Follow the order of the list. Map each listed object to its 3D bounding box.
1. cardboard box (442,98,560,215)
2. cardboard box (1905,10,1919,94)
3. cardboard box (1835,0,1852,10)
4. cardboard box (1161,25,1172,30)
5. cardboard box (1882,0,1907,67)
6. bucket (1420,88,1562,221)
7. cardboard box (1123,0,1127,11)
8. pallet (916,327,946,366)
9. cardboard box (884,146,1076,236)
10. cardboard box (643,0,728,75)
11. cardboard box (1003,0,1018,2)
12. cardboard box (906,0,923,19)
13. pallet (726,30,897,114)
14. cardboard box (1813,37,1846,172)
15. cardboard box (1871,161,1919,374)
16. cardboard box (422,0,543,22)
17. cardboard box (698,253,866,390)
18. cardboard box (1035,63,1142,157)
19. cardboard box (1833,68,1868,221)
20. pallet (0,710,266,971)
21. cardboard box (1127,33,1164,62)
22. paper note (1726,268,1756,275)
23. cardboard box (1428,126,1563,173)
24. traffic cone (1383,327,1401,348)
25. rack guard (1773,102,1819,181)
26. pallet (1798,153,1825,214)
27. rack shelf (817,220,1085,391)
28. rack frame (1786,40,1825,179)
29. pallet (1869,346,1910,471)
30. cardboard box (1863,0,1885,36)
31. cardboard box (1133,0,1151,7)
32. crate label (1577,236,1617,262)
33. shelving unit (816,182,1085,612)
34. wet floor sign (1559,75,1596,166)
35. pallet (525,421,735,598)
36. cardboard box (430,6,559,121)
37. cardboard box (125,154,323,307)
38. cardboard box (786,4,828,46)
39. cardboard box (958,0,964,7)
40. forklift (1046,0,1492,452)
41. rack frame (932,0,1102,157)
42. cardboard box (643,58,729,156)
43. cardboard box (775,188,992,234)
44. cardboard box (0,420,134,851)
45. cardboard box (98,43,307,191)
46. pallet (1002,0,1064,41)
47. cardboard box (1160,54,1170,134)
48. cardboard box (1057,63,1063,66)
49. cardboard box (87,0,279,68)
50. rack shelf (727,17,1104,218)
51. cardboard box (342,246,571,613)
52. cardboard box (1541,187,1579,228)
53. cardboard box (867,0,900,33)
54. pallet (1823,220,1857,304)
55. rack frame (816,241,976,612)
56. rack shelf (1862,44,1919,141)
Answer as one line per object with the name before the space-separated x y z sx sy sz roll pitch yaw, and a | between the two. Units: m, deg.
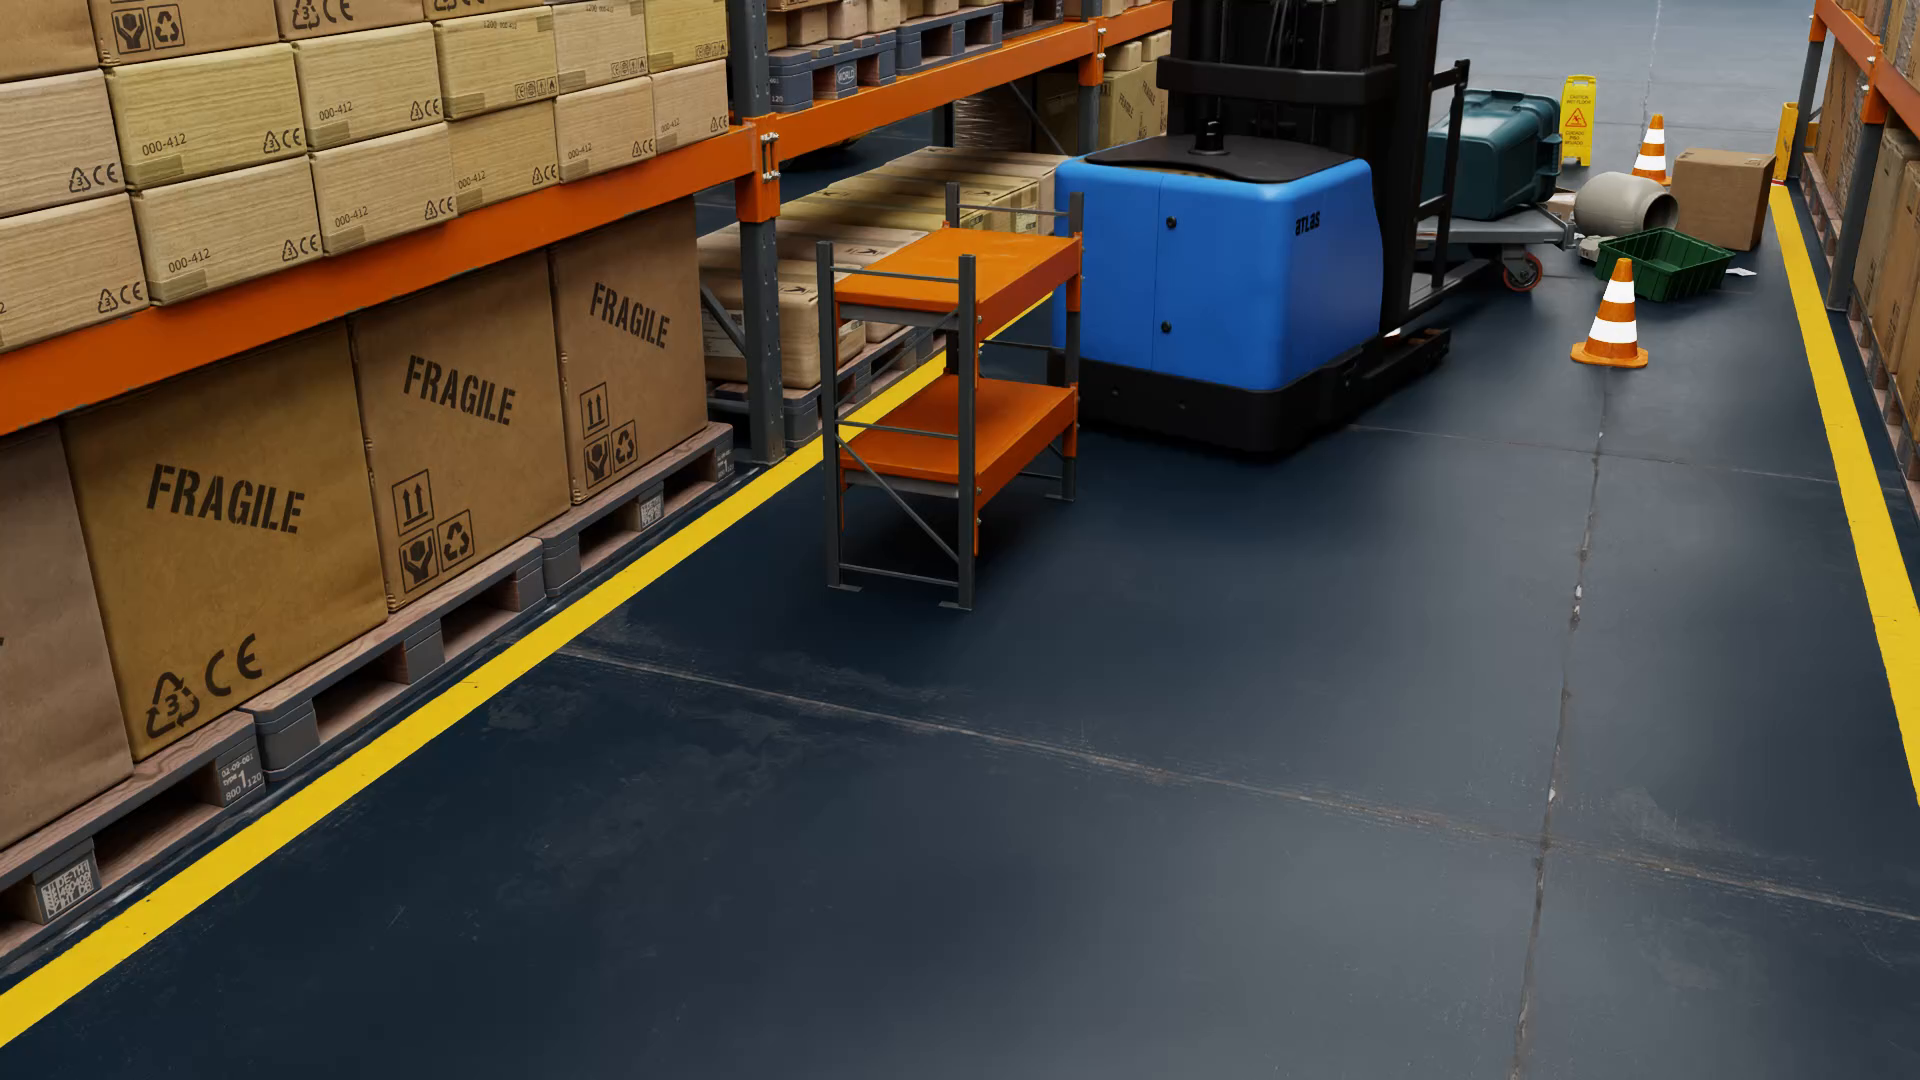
cardboard box | -1.491 -1.102 4.691 0.500 0.250 0.500 9 24 20
cardboard box | 4.132 -2.048 6.632 0.500 0.500 0.500 9 24 20
cardboard box | 5.833 -3.490 10.019 0.875 0.550 0.550 9 24 20
cardboard box | 1.479 -3.537 11.534 0.380 0.149 0.250 10 25 22
cardboard box | 4.507 -2.408 7.492 0.500 0.500 0.500 9 24 21
bucket | 2.862 -2.081 9.115 0.726 0.611 0.620 19 39 38
cardboard box | 0.779 -3.232 9.922 0.380 0.149 0.250 10 24 22
pallet | -0.421 -1.180 8.301 1.003 0.211 1.213 9 24 20
cardboard box | 0.126 -1.977 9.455 0.950 0.372 0.625 9 24 21
cardboard box | -1.111 -1.704 5.484 0.500 0.250 0.500 9 24 20
cardboard box | 0.116 -2.757 8.239 0.380 0.149 0.250 9 24 20
cardboard box | -0.386 -2.407 7.402 0.380 0.149 0.250 10 25 22
pallet | -1.001 -1.934 6.737 1.213 0.211 1.003 9 24 20
cardboard box | 6.247 -2.904 11.022 0.875 0.875 0.875 9 24 20
cardboard box | 4.443 -1.087 6.835 1.050 0.750 0.750 9 24 20
cardboard box | -1.490 -1.676 4.443 0.500 0.500 0.500 9 24 20
cardboard box | -0.948 -0.934 6.959 0.950 0.372 0.625 7 24 16
cardboard box | 0.788 -2.627 10.197 0.500 0.500 0.500 10 25 23
cardboard box | 5.582 -2.263 9.487 0.875 0.875 0.875 9 24 20
pallet | -2.436 0.679 3.851 1.003 0.211 1.213 9 24 20
cardboard box | 1.080 -3.147 10.600 0.380 0.149 0.250 10 25 22
paper note | 4.361 -1.512 9.328 0.147 0.020 0.142 -7 24 -17
cardboard box | 3.502 -2.472 11.015 0.797 0.503 0.637 -7 24 -17
traffic cone | 1.979 -1.122 7.836 0.336 0.463 0.334 9 24 20
rack guard | 6.447 -2.798 11.799 1.175 0.500 0.348 9 24 20
pallet | 6.213 -2.358 11.122 1.003 0.211 1.213 9 24 20
rack shelf | -0.003 -0.787 5.415 0.538 0.278 1.000 9 24 20
rack frame | 6.438 -3.942 11.297 1.000 3.000 0.127 9 24 20
pallet | 4.284 -0.499 6.672 1.003 0.211 1.213 9 24 20
cardboard box | 5.261 -2.914 8.640 0.875 0.550 0.550 9 24 20
cardboard box | 0.974 -3.415 10.360 0.380 0.149 0.250 10 25 22
crate label | 3.713 -1.659 9.544 0.298 0.136 0.250 -7 24 -17
shelving unit | -0.002 -0.517 5.527 0.538 1.125 1.048 9 24 20
wet floor sign | 4.610 -3.150 12.454 0.267 0.644 0.232 5 23 11
pallet | -1.530 -0.194 5.941 1.003 0.211 1.213 9 24 20
cardboard box | -1.470 -1.334 4.597 0.500 0.250 0.500 8 24 19
cardboard box | -1.849 -0.738 3.819 0.500 0.250 0.500 9 24 20
cardboard box | -0.738 -2.016 6.466 0.380 0.149 0.250 7 24 17
cardboard box | -0.202 -2.595 7.852 0.380 0.149 0.250 8 24 18
forklift | 1.619 -2.201 7.217 1.130 2.935 3.031 15 27 32
rack frame | 0.319 -3.184 9.480 1.000 3.000 0.127 9 24 20
cardboard box | -1.114 -1.465 5.560 0.500 0.250 0.500 8 24 18
cardboard box | -0.395 -1.470 8.242 0.950 0.372 0.625 10 25 22
cardboard box | -2.497 0.233 3.513 0.875 0.875 0.875 10 25 22
cardboard box | -1.848 -0.967 3.719 0.500 0.250 0.500 9 24 21
pallet | -0.100 -2.842 8.912 1.003 0.211 1.213 9 24 20
cardboard box | 1.170 -3.006 11.104 0.500 0.500 0.500 10 25 23
cardboard box | 0.476 -2.887 10.820 0.500 0.500 0.500 9 24 21
cardboard box | -1.871 -1.310 3.567 0.500 0.500 0.500 8 24 19
rack shelf | -0.424 -2.136 7.905 1.077 0.370 4.000 9 24 20
cardboard box | -1.836 -0.412 5.056 0.875 0.875 0.875 9 24 21
cardboard box | 3.880 -2.128 10.501 0.396 0.266 0.258 13 26 29
cardboard box | -0.472 -2.203 6.913 0.380 0.149 0.250 9 24 20
pallet | 5.307 -1.485 9.032 1.003 0.211 1.213 9 24 20
rack frame | -0.191 -0.335 5.092 0.500 1.125 0.032 9 24 20
rack shelf | 4.209 -1.463 6.295 1.077 0.370 4.000 9 24 20
